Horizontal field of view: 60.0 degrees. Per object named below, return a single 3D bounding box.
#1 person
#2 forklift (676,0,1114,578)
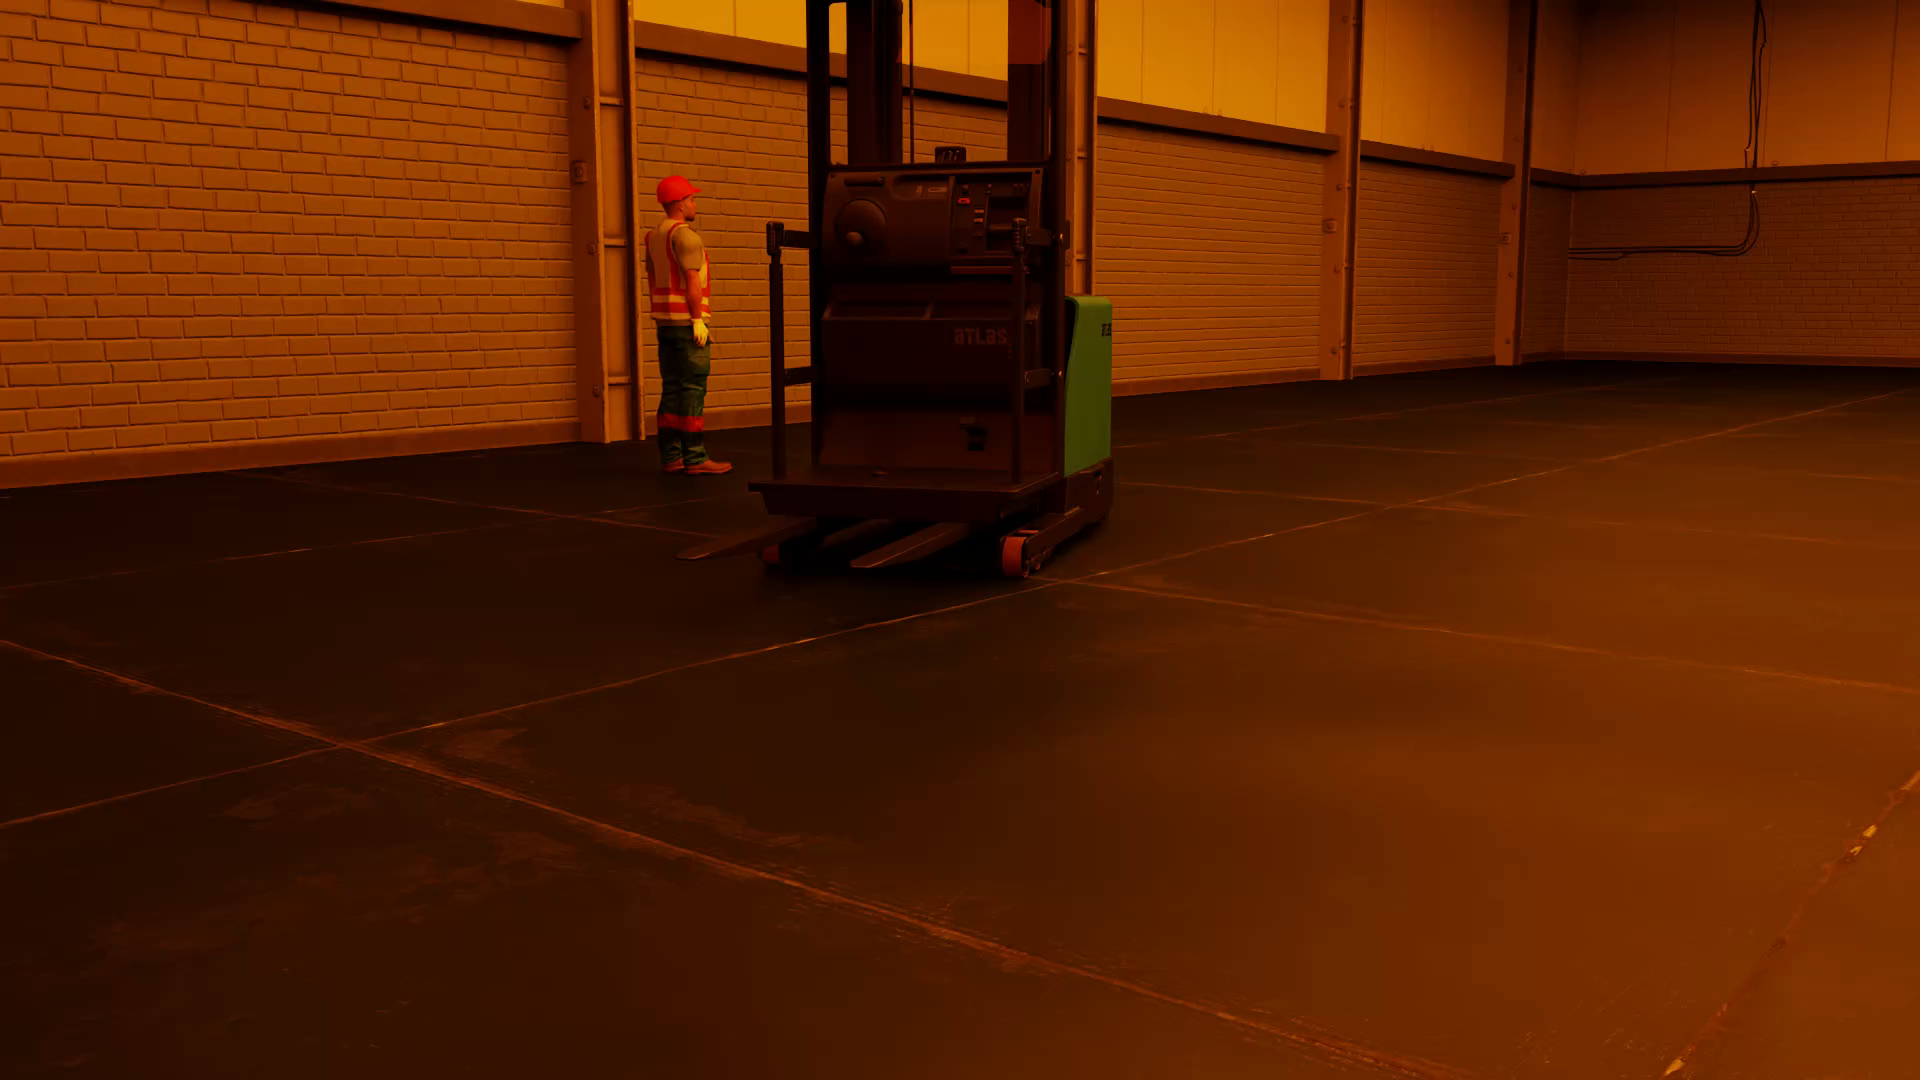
[{"bbox_3d":[-1.677,-1.304,10.138,0.368,1.795,0.525,-7,11,-39],"label":"person"},{"bbox_3d":[-0.176,-1.366,6.616,1.130,2.935,3.031,3,9,17],"label":"forklift"}]
